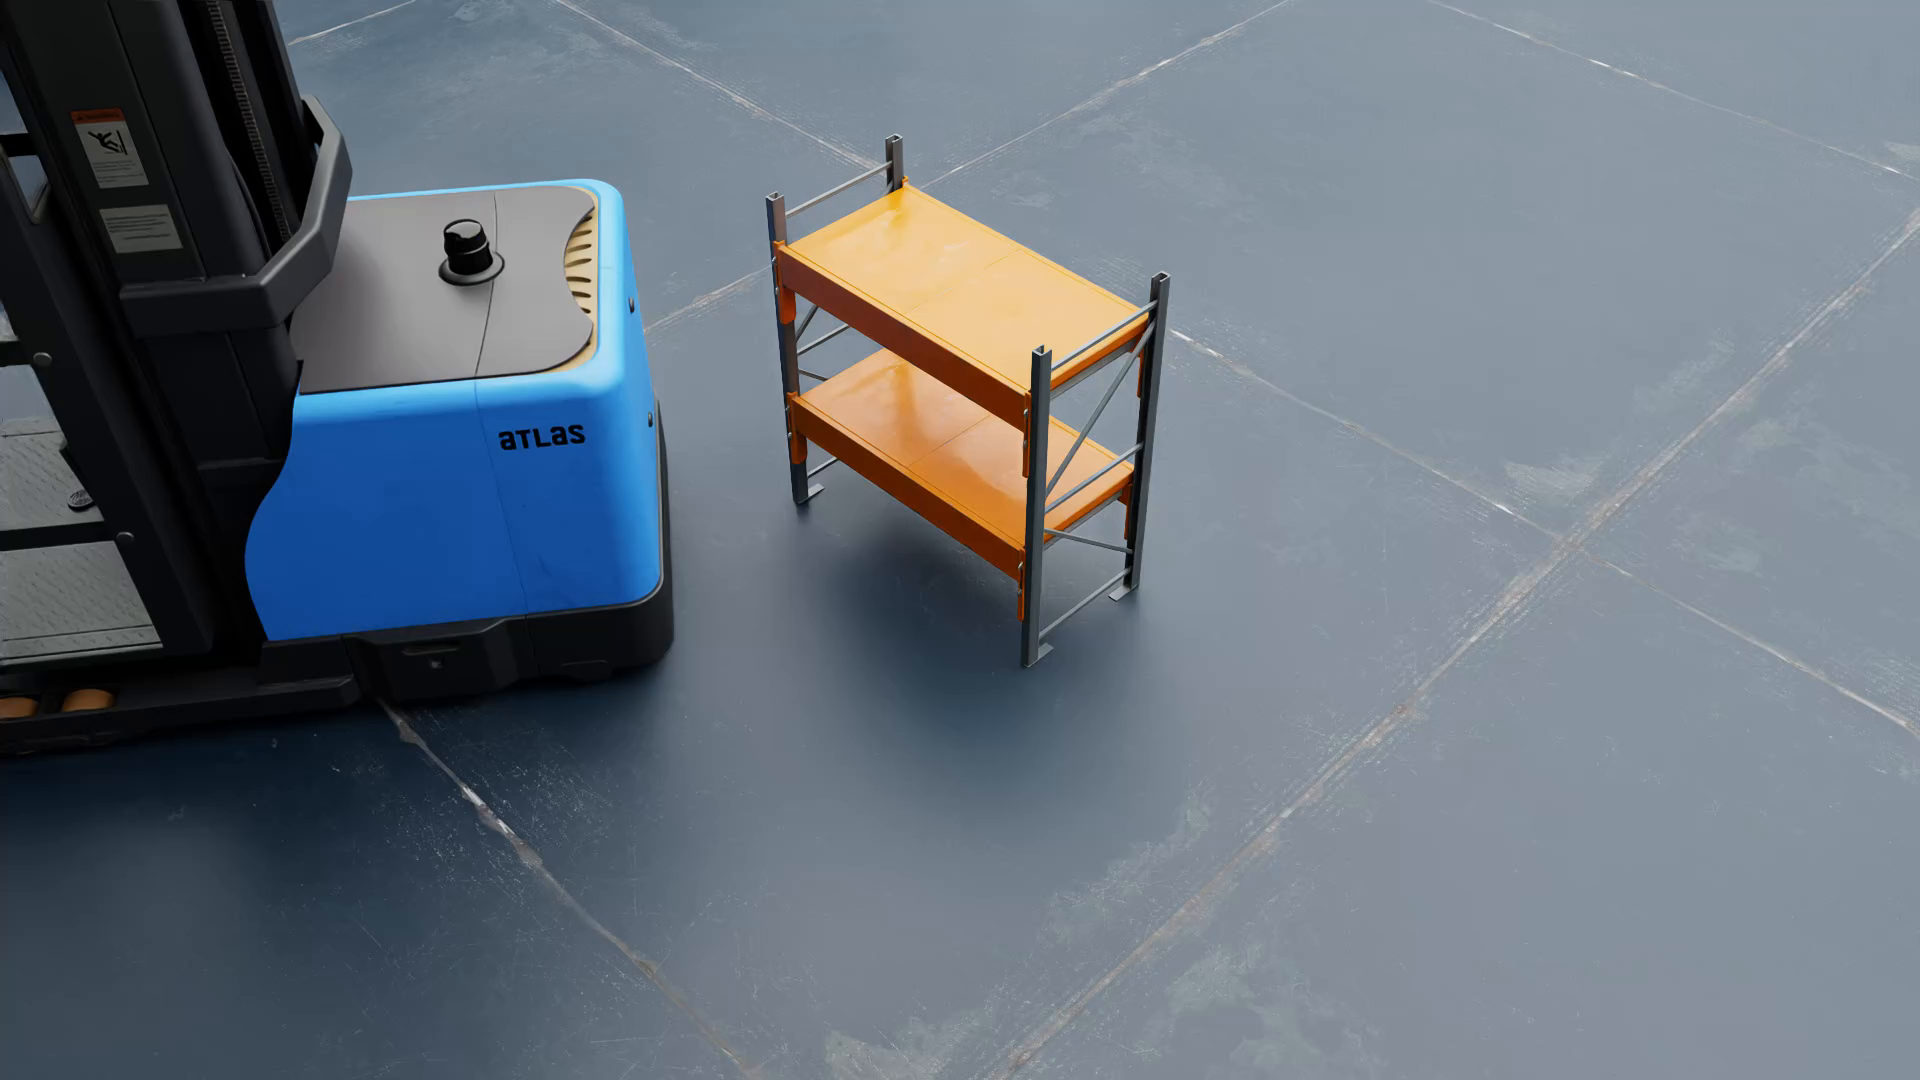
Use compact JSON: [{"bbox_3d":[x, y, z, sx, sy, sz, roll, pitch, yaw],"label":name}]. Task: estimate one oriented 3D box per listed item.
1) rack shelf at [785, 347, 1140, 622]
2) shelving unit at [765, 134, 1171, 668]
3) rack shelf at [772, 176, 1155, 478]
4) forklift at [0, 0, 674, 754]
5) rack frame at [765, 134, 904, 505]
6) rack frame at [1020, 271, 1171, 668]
[{"bbox_3d":[0.005,-0.230,5.031,0.538,0.278,1.000,-34,53,-31],"label":"rack shelf"},{"bbox_3d":[0.005,-0.410,4.865,0.538,1.125,1.048,-34,53,-31],"label":"shelving unit"},{"bbox_3d":[0.005,-0.625,4.666,0.538,0.278,1.000,-34,53,-31],"label":"rack shelf"},{"bbox_3d":[-2.395,-0.869,4.031,3.031,2.935,1.130,-6,43,-6],"label":"forklift"},{"bbox_3d":[-0.354,-0.654,5.129,0.500,1.125,0.032,-34,53,-31],"label":"rack frame"},{"bbox_3d":[0.364,-0.166,4.600,0.500,1.125,0.032,-34,53,-31],"label":"rack frame"}]
